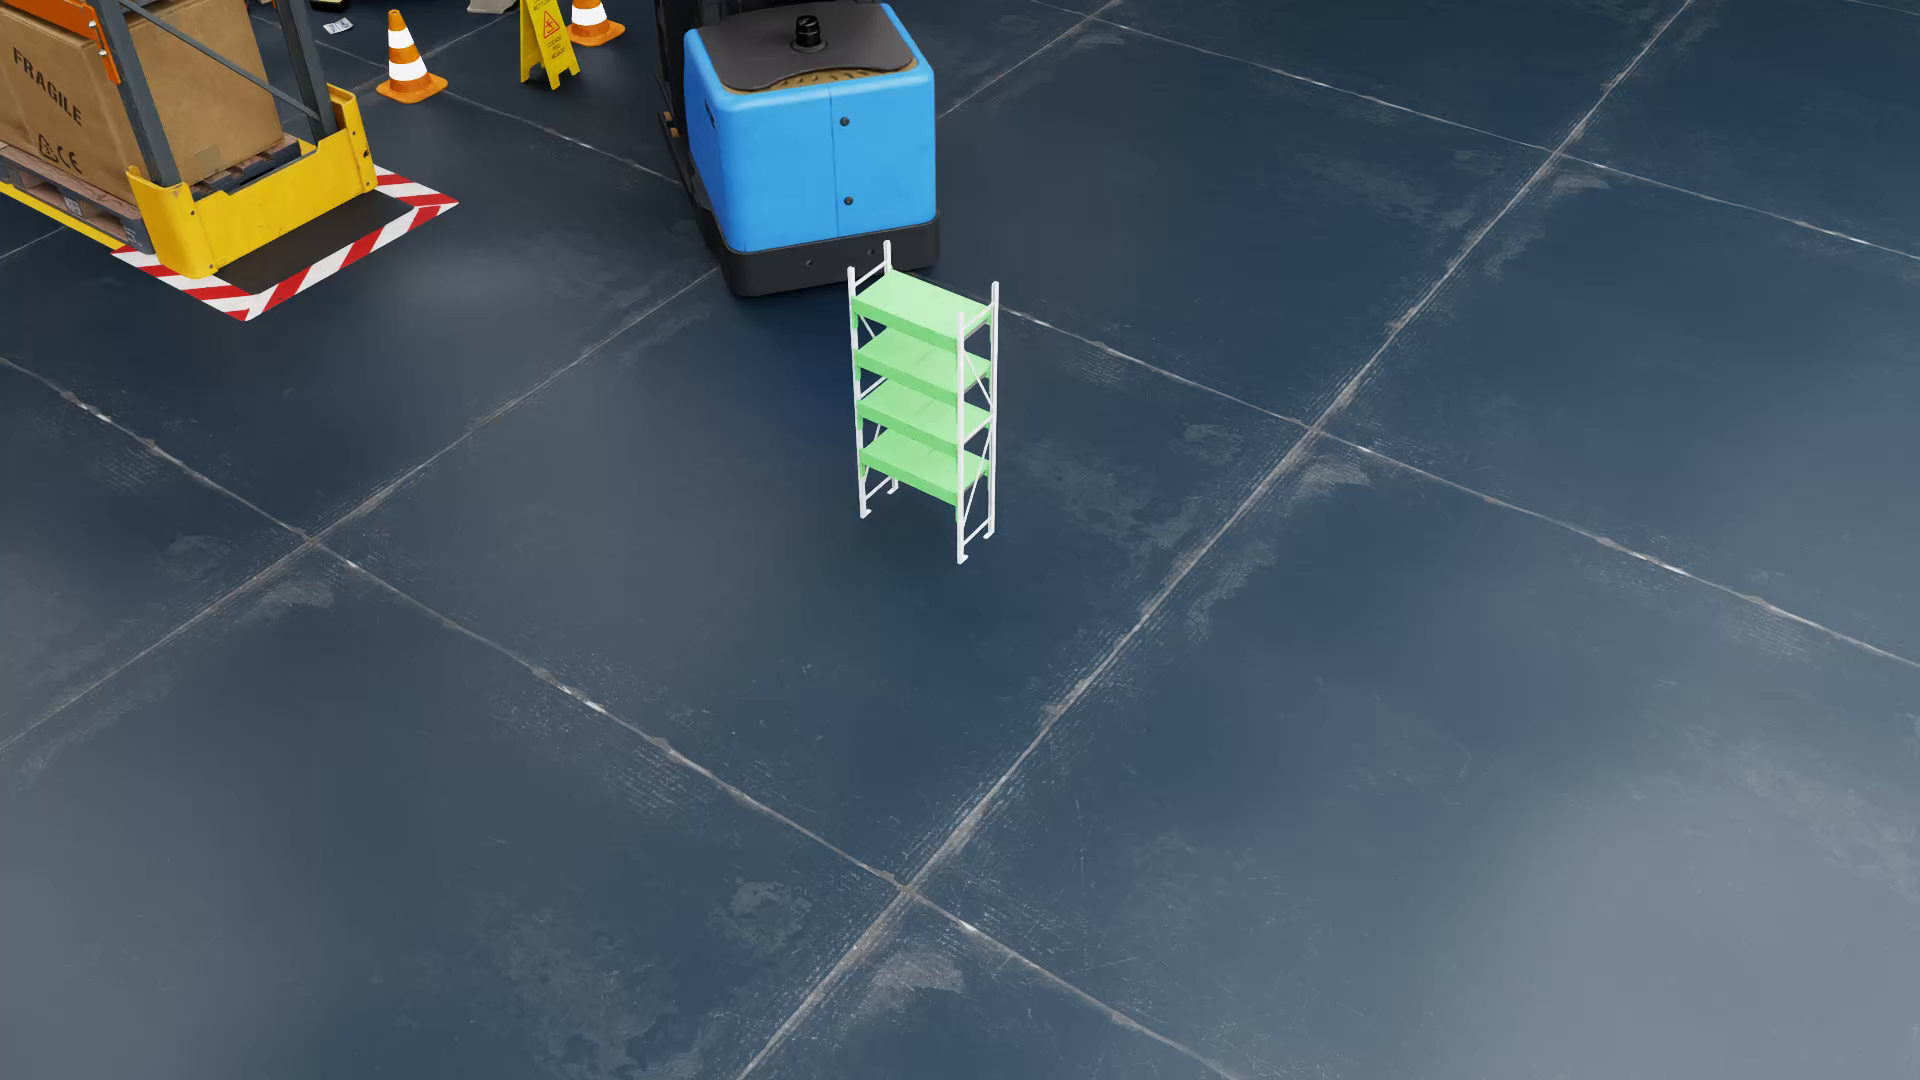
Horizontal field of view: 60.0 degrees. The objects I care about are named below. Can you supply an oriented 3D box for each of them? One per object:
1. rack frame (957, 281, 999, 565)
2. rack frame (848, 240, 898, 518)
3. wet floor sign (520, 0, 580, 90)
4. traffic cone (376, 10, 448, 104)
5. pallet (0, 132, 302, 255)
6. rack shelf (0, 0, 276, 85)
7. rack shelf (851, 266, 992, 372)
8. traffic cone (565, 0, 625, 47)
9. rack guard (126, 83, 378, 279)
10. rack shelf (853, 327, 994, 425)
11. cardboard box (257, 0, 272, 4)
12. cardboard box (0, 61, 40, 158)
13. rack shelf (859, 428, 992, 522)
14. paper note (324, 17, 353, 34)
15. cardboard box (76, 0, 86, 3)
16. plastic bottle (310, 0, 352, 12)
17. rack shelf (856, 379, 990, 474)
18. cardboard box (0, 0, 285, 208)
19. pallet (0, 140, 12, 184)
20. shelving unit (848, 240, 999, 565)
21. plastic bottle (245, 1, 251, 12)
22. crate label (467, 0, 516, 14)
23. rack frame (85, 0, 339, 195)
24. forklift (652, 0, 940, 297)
[{"bbox_3d":[0.064,-0.417,6.316,0.015,1.200,0.240,25,48,25],"label":"rack frame"},{"bbox_3d":[-0.335,-0.604,6.525,0.015,1.200,0.240,25,48,25],"label":"rack frame"},{"bbox_3d":[-2.413,-2.970,9.585,0.232,0.644,0.267,17,45,18],"label":"wet floor sign"},{"bbox_3d":[-3.193,-2.811,9.544,0.334,0.463,0.336,25,48,25],"label":"traffic cone"},{"bbox_3d":[-4.273,-2.002,8.829,1.213,0.211,1.003,25,48,25],"label":"pallet"},{"bbox_3d":[-5.211,-3.275,8.700,4.000,0.370,1.077,25,48,25],"label":"rack shelf"},{"bbox_3d":[-0.136,-0.821,6.143,0.480,0.148,0.258,25,48,25],"label":"rack shelf"},{"bbox_3d":[-2.266,-3.298,10.088,0.334,0.463,0.336,25,48,25],"label":"traffic cone"},{"bbox_3d":[-3.554,-1.837,8.428,0.348,0.500,1.175,25,48,25],"label":"rack guard"},{"bbox_3d":[-0.136,-0.642,6.303,0.480,0.148,0.258,25,48,25],"label":"rack shelf"},{"bbox_3d":[-4.384,-3.638,10.616,0.396,0.266,0.258,-34,52,-32],"label":"cardboard box"},{"bbox_3d":[-4.888,-2.702,8.798,0.875,0.875,0.875,24,47,25],"label":"cardboard box"},{"bbox_3d":[-0.136,-0.284,6.623,0.480,0.148,0.258,25,48,25],"label":"rack shelf"},{"bbox_3d":[-3.849,-3.182,10.284,0.144,0.017,0.142,-25,48,-25],"label":"paper note"},{"bbox_3d":[-3.904,-2.951,7.686,0.550,0.550,0.875,25,48,25],"label":"cardboard box"},{"bbox_3d":[-4.007,-3.401,10.505,0.283,0.061,0.133,10,43,11],"label":"plastic bottle"},{"bbox_3d":[-0.136,-0.463,6.463,0.480,0.148,0.258,25,48,25],"label":"rack shelf"},{"bbox_3d":[-4.167,-2.366,8.423,0.875,0.875,0.875,25,48,26],"label":"cardboard box"},{"bbox_3d":[-5.268,-2.469,9.351,1.213,0.211,1.003,25,48,25],"label":"pallet"},{"bbox_3d":[-0.136,-0.511,6.421,0.503,1.200,0.258,25,48,25],"label":"shelving unit"},{"bbox_3d":[-4.557,-3.302,10.394,0.133,0.061,0.283,10,43,11],"label":"plastic bottle"},{"bbox_3d":[-2.945,-3.443,10.495,0.298,0.136,0.250,3,42,4],"label":"crate label"},{"bbox_3d":[-3.574,-2.778,7.605,0.127,3.000,1.000,25,48,25],"label":"rack frame"},{"bbox_3d":[-1.033,-3.250,8.184,1.130,2.935,3.031,-12,43,-13],"label":"forklift"}]
